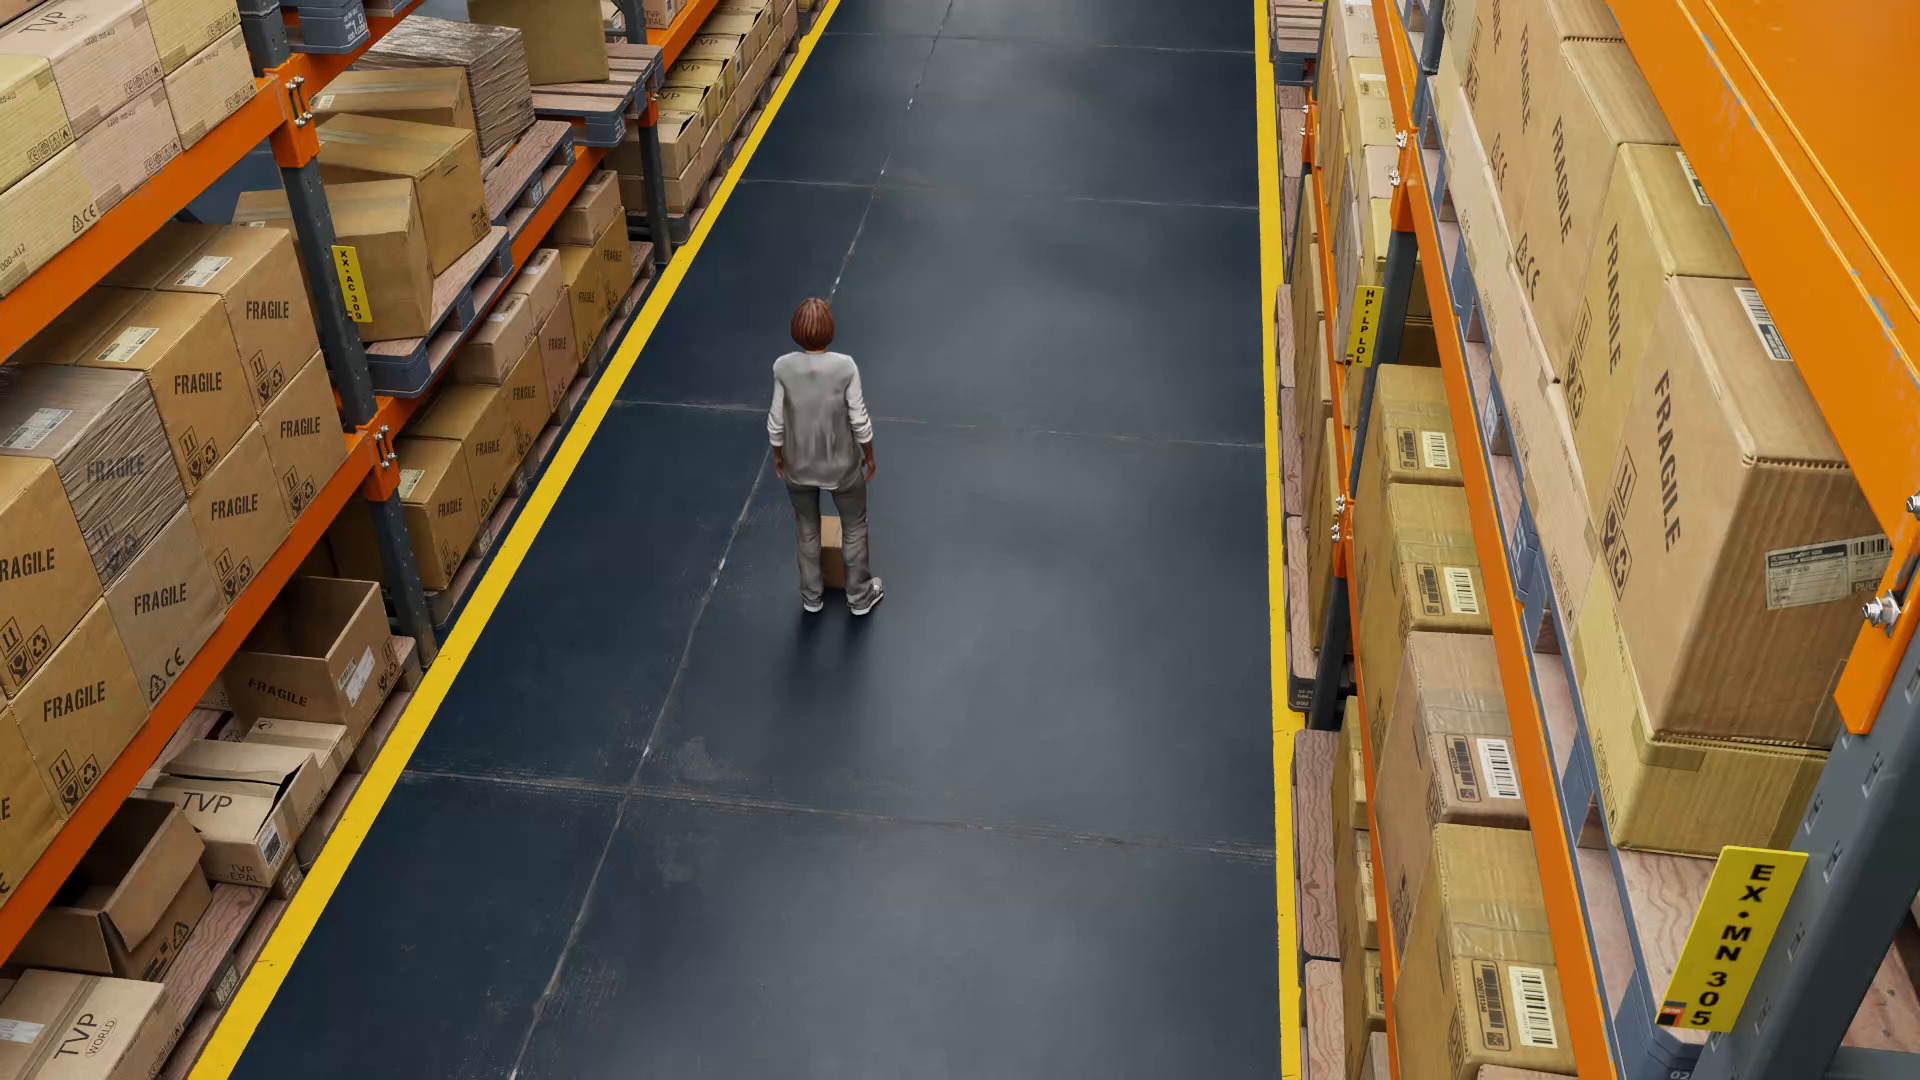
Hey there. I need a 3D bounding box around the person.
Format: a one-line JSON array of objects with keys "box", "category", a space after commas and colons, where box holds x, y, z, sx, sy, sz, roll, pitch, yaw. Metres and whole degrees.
[{"box": [-0.613, -0.340, 7.503, 0.479, 1.593, 0.345, 3, 37, 4], "category": "person"}]
